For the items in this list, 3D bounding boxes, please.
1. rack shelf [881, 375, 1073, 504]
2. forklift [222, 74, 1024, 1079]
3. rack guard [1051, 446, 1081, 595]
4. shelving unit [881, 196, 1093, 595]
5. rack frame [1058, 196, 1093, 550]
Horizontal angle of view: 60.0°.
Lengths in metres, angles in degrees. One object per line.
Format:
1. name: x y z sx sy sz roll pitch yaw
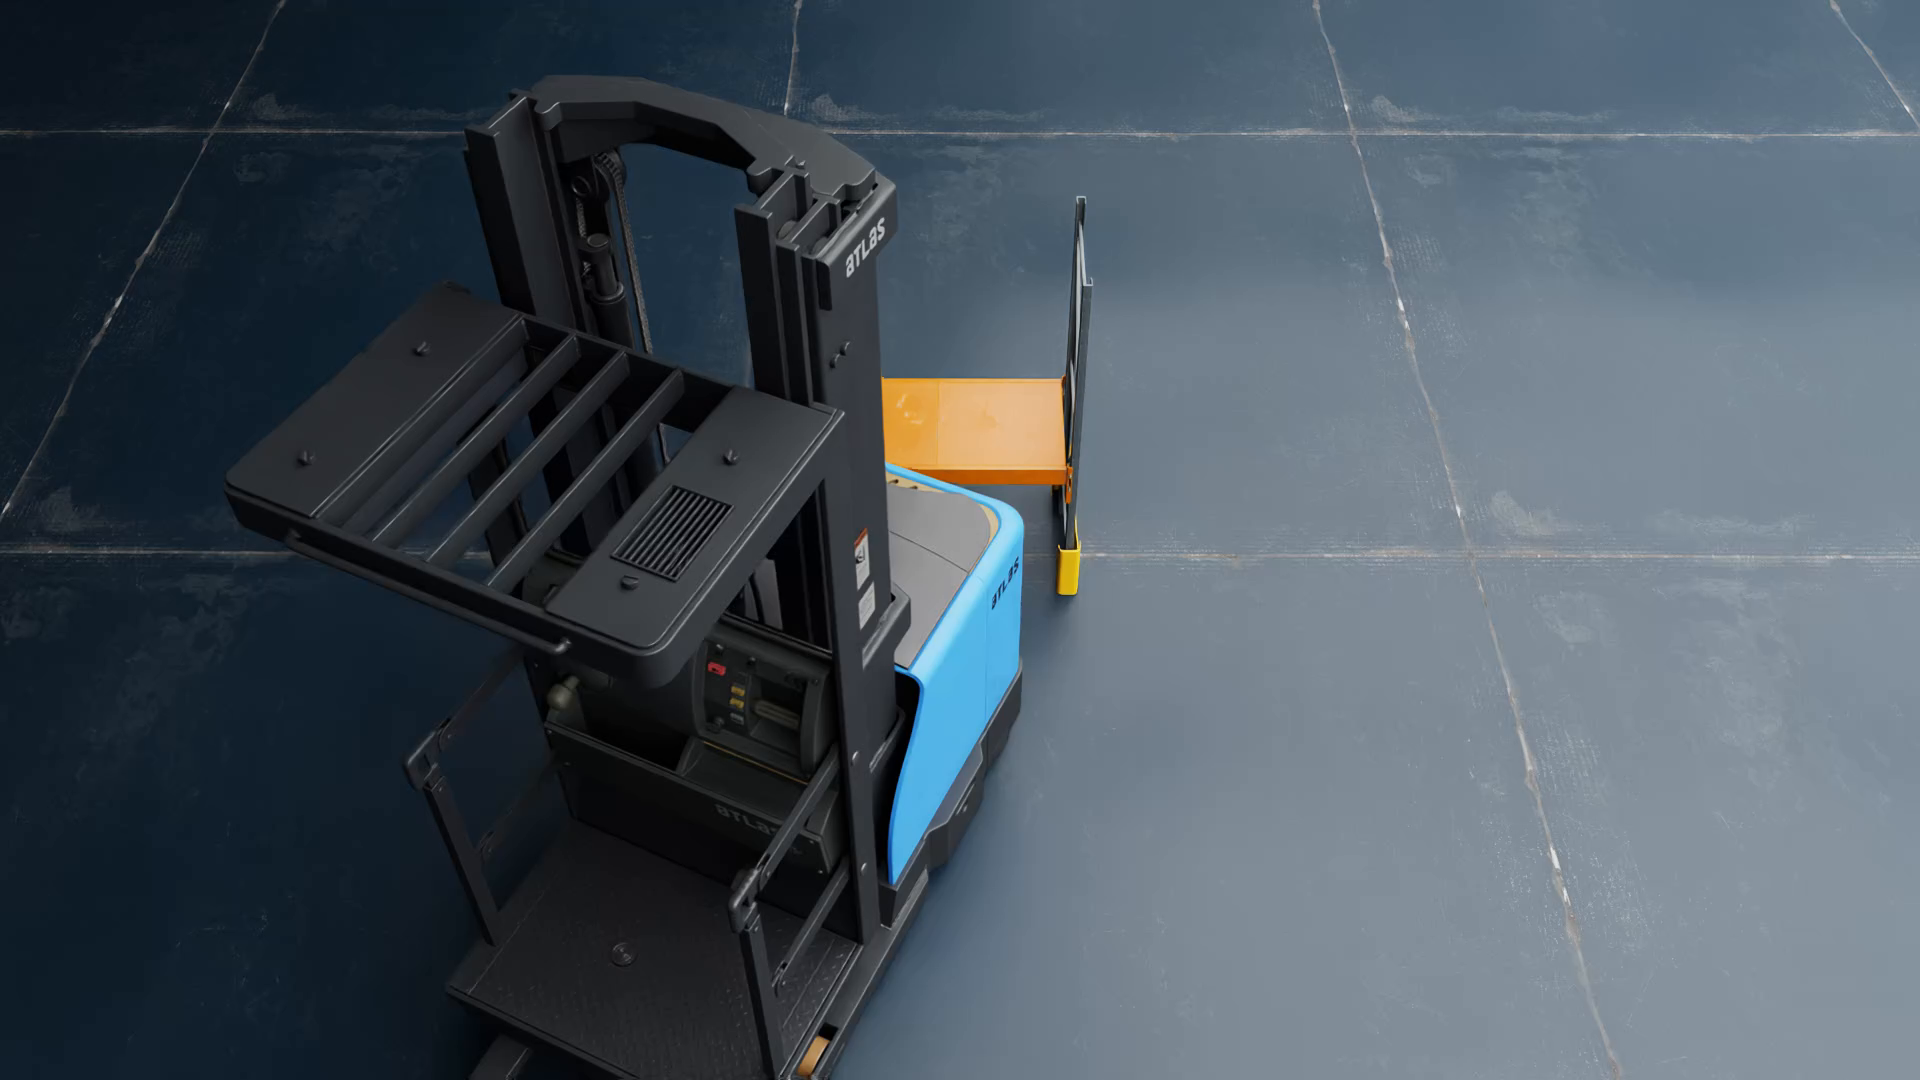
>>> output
1. rack shelf: -0.085 -0.389 6.333 1.000 0.185 0.538 0 47 0
2. forklift: -0.869 0.452 4.327 1.130 2.935 3.031 19 50 17
3. rack guard: 0.422 -0.084 6.657 0.087 0.250 0.587 0 47 0
4. shelving unit: -0.076 -0.511 6.201 1.083 1.500 0.587 0 47 0
5. rack frame: 0.423 -0.510 6.200 0.032 1.500 0.500 0 47 0
